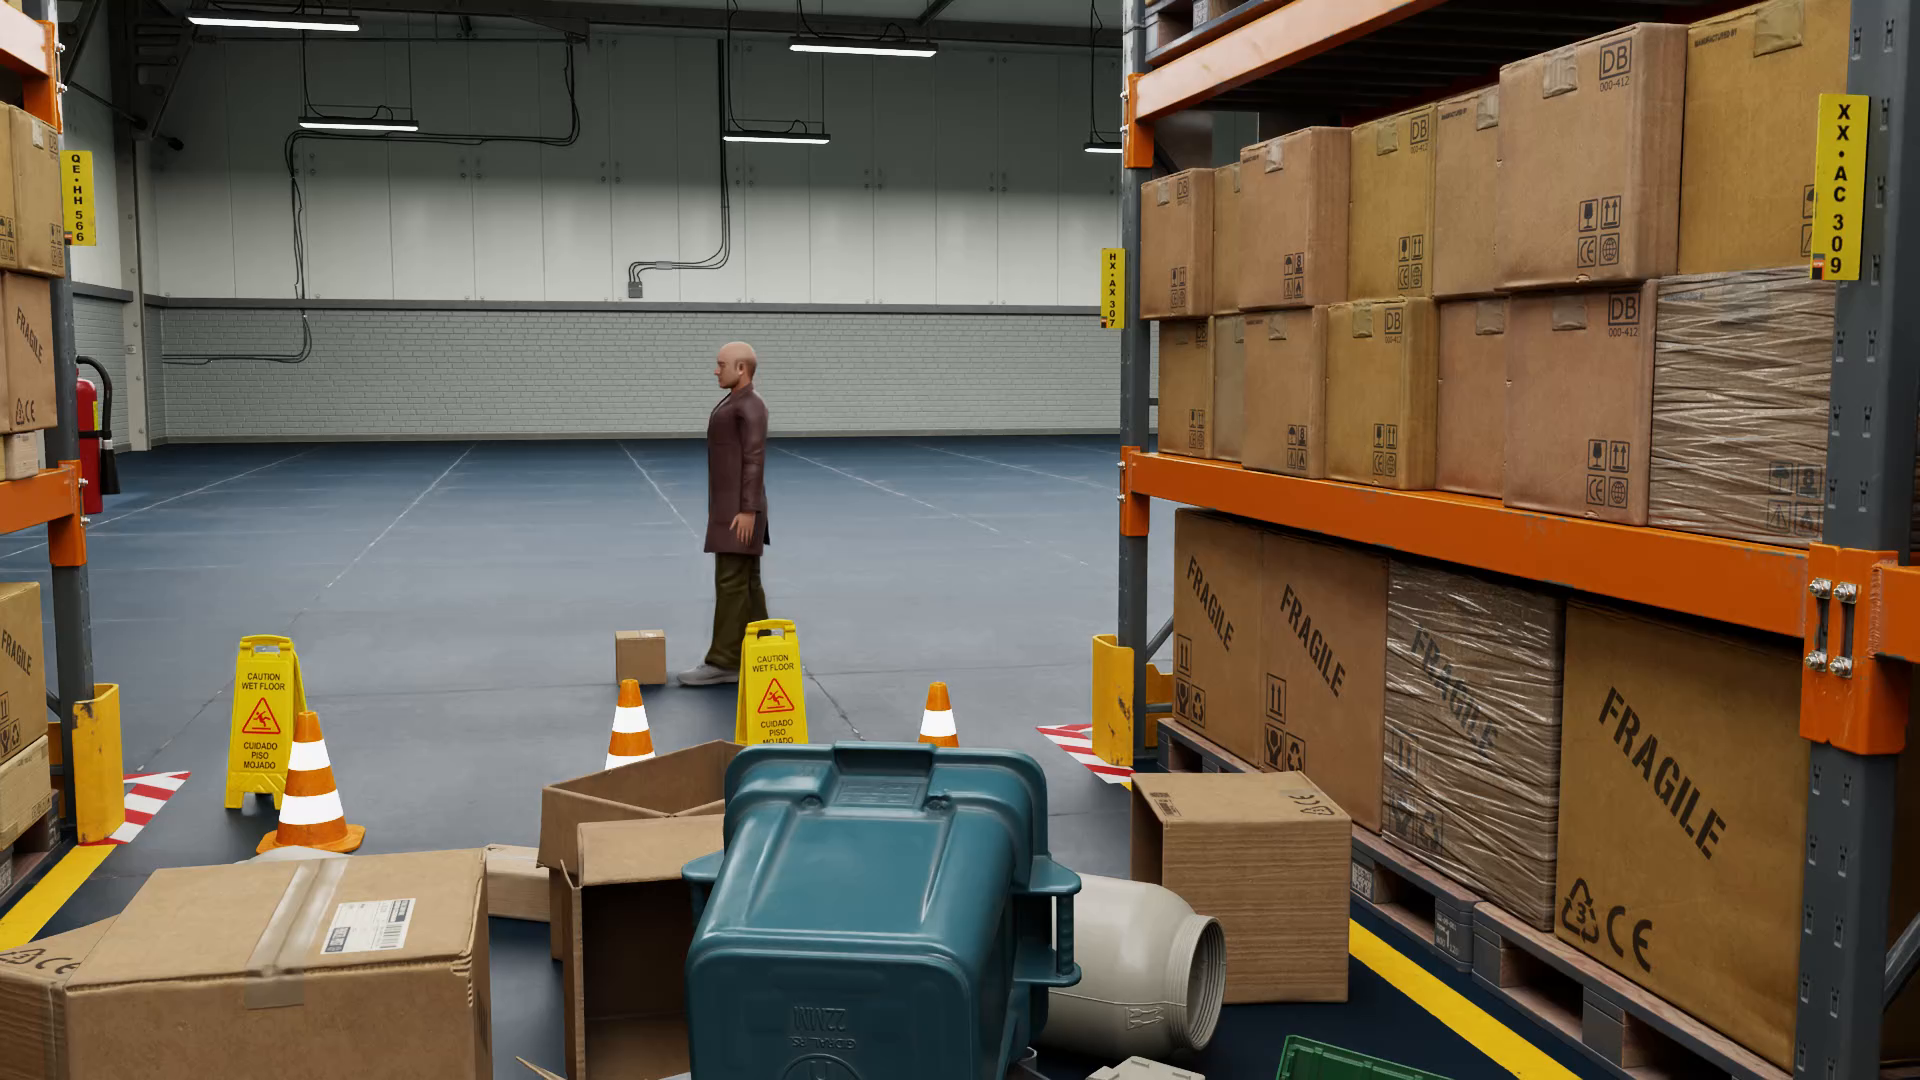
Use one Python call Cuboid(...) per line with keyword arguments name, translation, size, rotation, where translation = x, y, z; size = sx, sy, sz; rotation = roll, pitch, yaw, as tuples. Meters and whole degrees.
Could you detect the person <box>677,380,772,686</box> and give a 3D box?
Cuboid(name="person", translation=(-1.252, -0.054, 8.816), size=(0.544, 1.581, 0.611), rotation=(-1, 6, -14))
